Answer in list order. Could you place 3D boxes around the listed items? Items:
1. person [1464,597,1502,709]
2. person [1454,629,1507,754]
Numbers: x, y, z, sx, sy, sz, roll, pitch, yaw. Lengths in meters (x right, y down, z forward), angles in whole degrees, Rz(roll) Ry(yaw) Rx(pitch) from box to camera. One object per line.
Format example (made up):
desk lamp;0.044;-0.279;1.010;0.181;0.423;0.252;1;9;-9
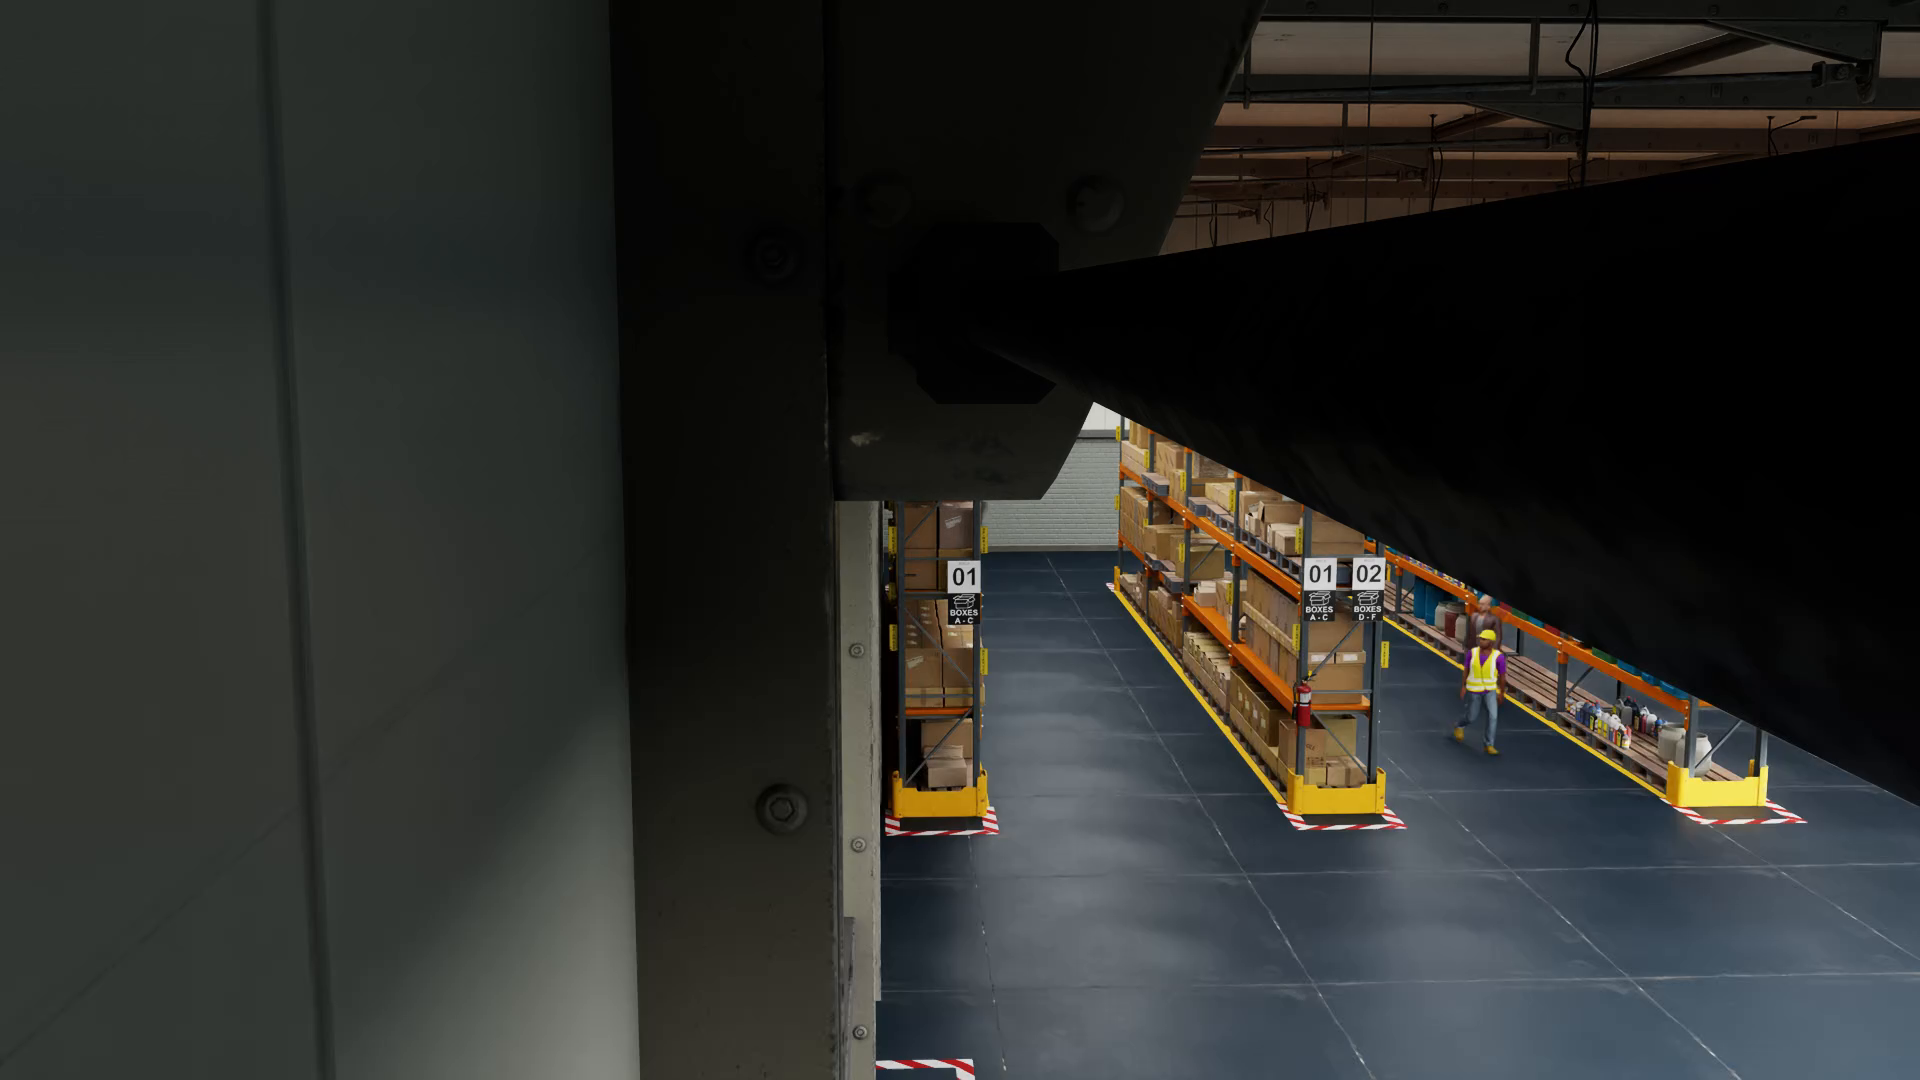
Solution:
person;8.169;1.744;26.019;0.597;1.730;1.140;4;9;24
person;7.354;2.100;23.486;0.618;1.722;0.856;-1;8;-6
